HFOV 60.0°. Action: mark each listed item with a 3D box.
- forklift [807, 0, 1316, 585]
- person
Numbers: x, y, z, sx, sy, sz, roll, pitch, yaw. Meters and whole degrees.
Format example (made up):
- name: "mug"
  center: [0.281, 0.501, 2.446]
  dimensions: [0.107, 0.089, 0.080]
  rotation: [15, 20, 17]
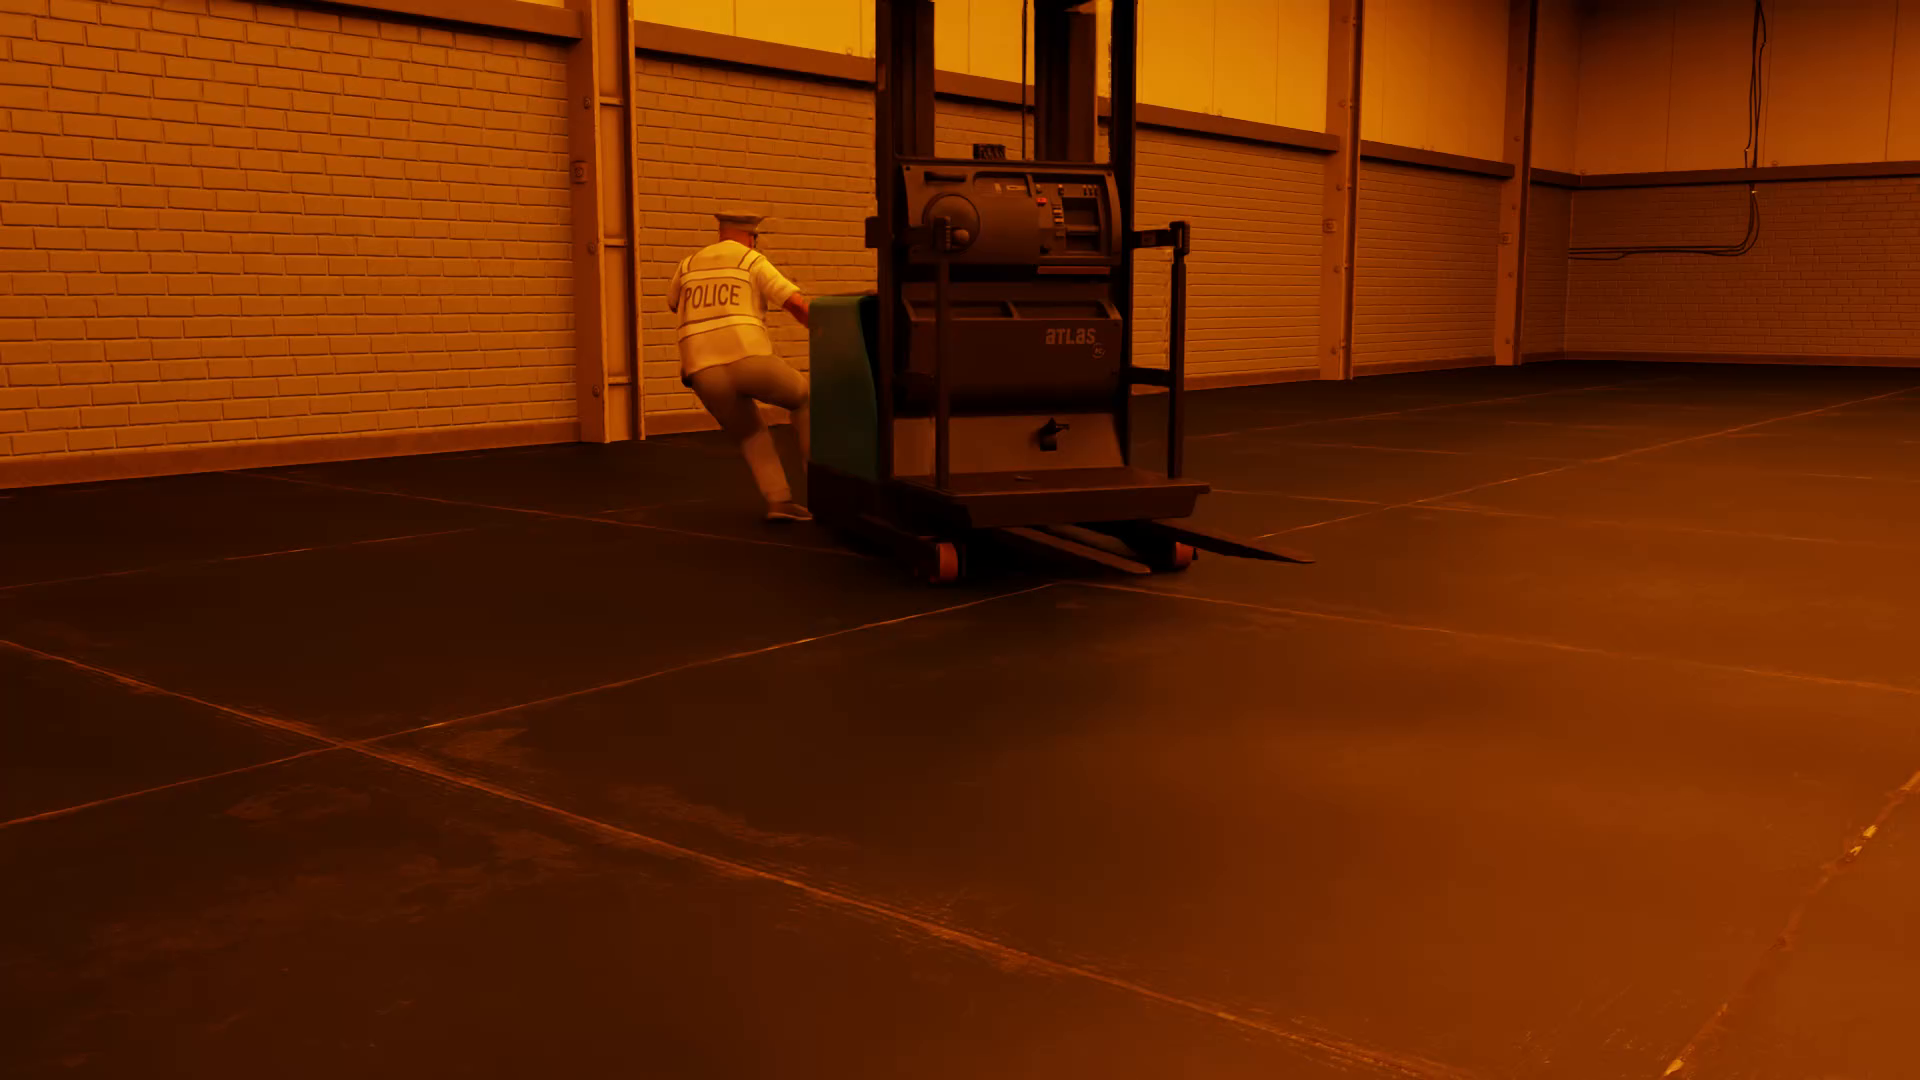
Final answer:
- name: "forklift"
  center: [0.294, -1.349, 6.500]
  dimensions: [1.130, 2.935, 3.031]
  rotation: [-3, 9, -21]
- name: "person"
  center: [-0.946, -0.861, 8.186]
  dimensions: [1.080, 1.516, 0.951]
  rotation: [1, 8, 8]
